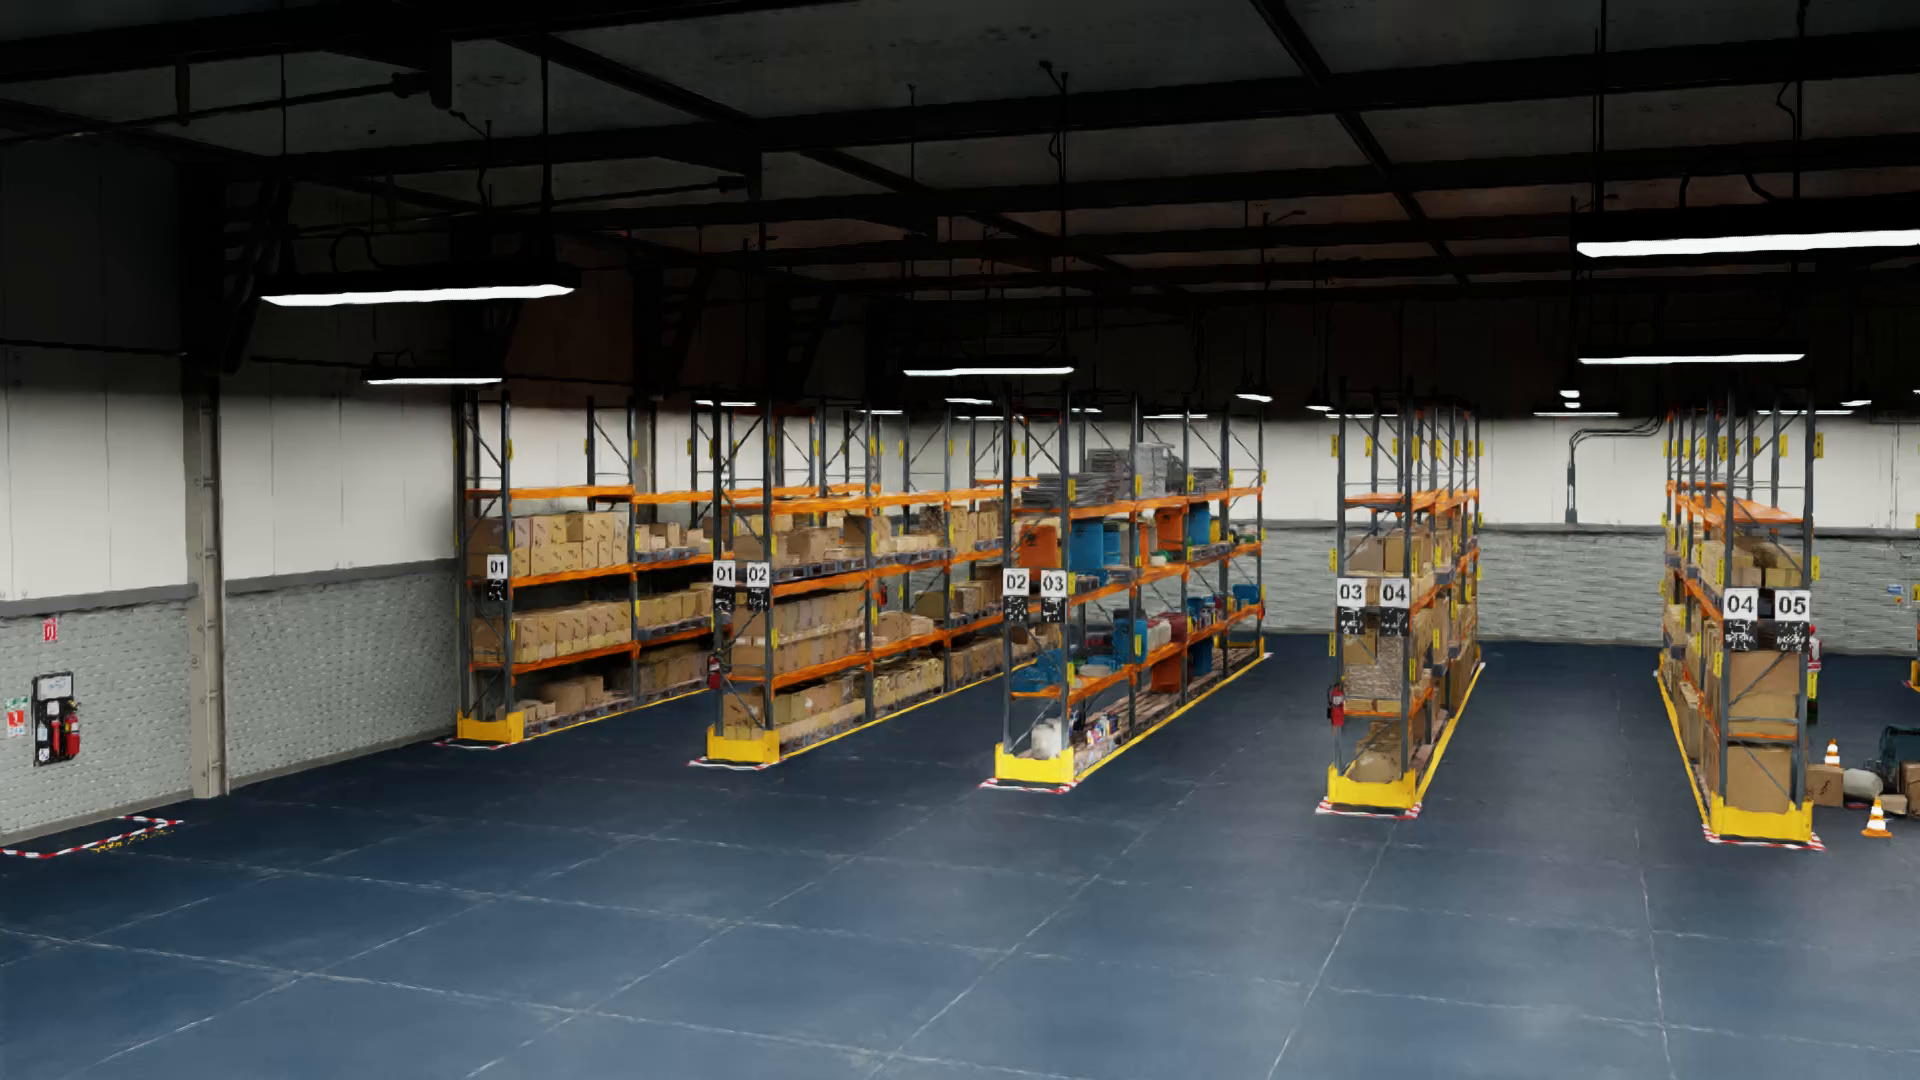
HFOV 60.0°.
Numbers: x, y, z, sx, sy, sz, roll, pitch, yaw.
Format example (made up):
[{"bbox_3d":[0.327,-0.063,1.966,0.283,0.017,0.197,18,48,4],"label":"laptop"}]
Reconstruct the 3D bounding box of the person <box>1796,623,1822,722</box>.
[{"bbox_3d":[15.555,2.411,30.542,0.655,1.785,0.577,-2,4,-38],"label":"person"}]
